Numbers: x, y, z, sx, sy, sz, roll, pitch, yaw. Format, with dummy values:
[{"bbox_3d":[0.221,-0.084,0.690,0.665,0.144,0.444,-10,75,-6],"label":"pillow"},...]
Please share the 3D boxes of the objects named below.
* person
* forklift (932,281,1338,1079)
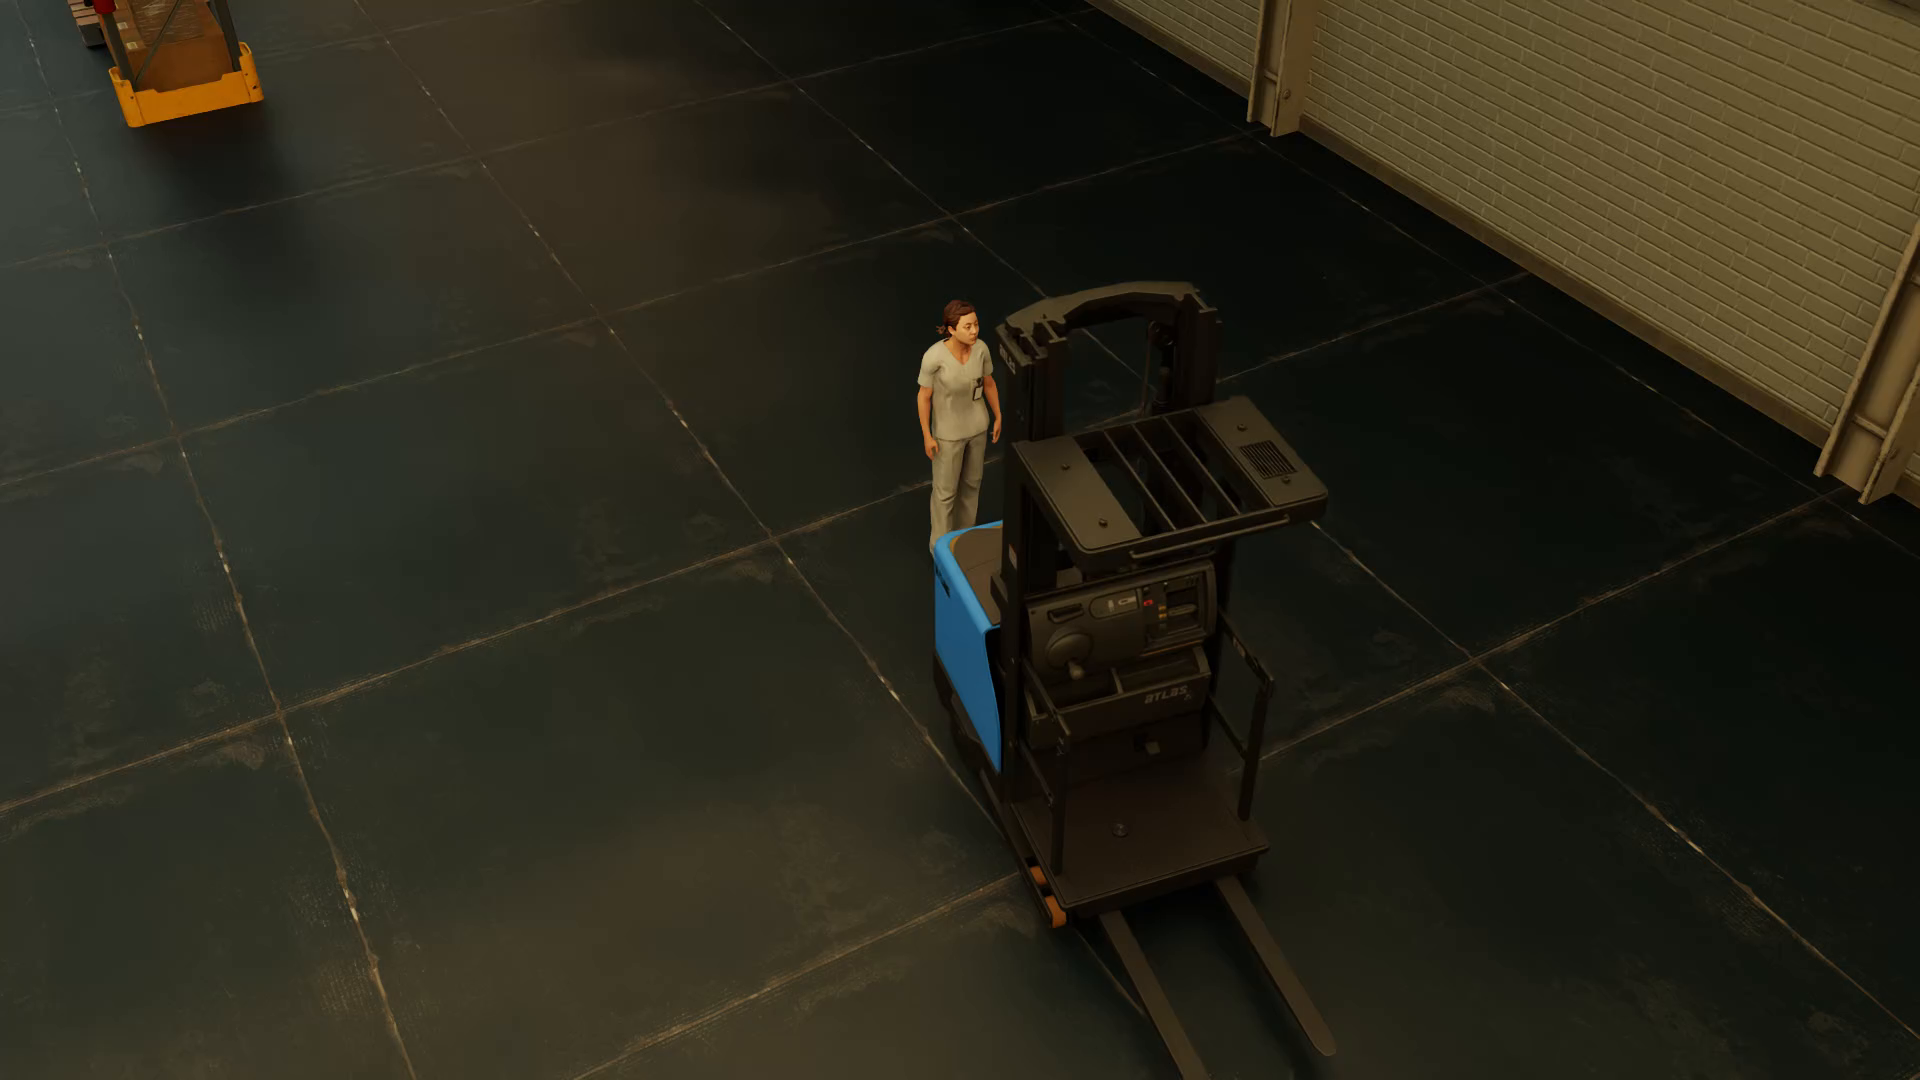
[{"bbox_3d":[0.026,-0.601,9.741,0.550,1.663,0.548,-20,44,-23],"label":"person"},{"bbox_3d":[0.827,0.453,7.490,1.130,2.935,3.031,-13,41,-15],"label":"forklift"}]
